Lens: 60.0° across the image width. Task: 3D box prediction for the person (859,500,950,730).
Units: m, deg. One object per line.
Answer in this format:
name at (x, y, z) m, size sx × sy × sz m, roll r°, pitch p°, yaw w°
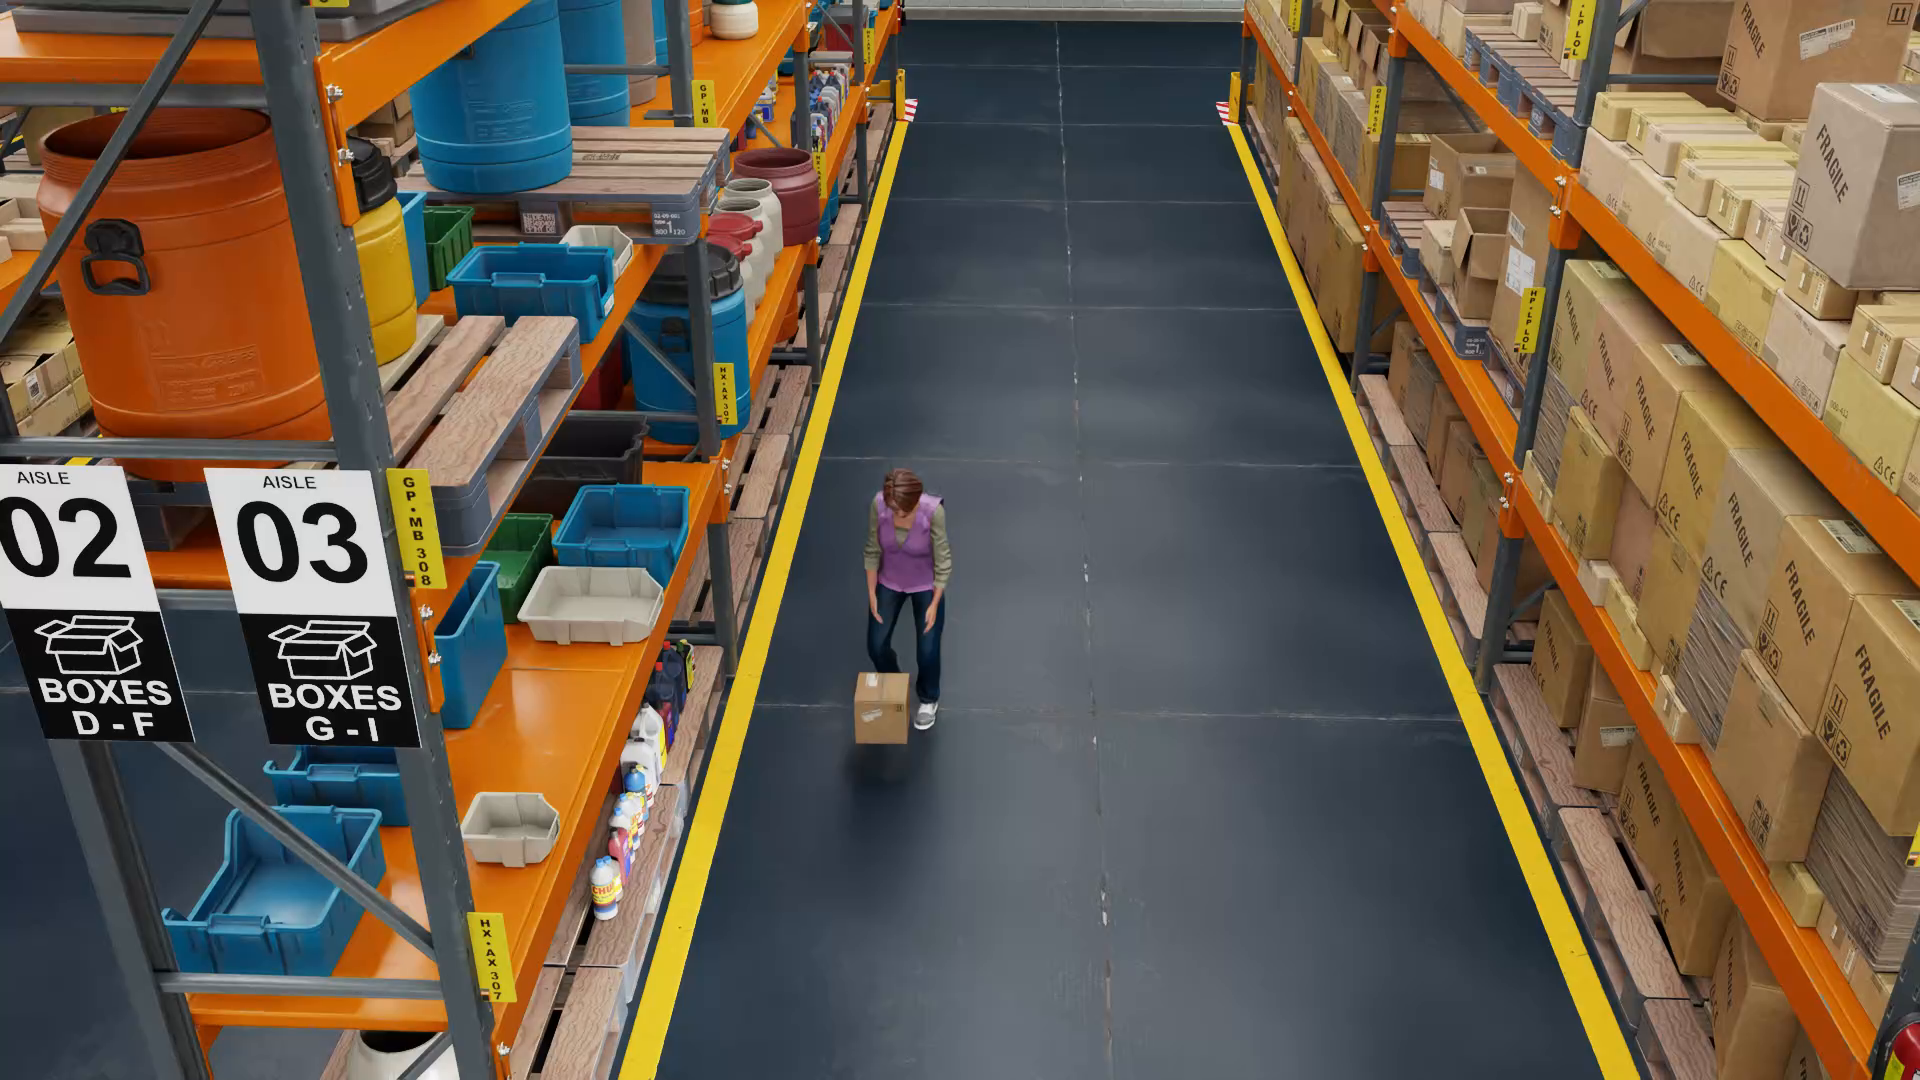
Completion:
person at (-0.248, 0.335, 8.297) m, size 0.461 × 1.336 × 0.620 m, roll 7°, pitch 29°, yaw 13°
